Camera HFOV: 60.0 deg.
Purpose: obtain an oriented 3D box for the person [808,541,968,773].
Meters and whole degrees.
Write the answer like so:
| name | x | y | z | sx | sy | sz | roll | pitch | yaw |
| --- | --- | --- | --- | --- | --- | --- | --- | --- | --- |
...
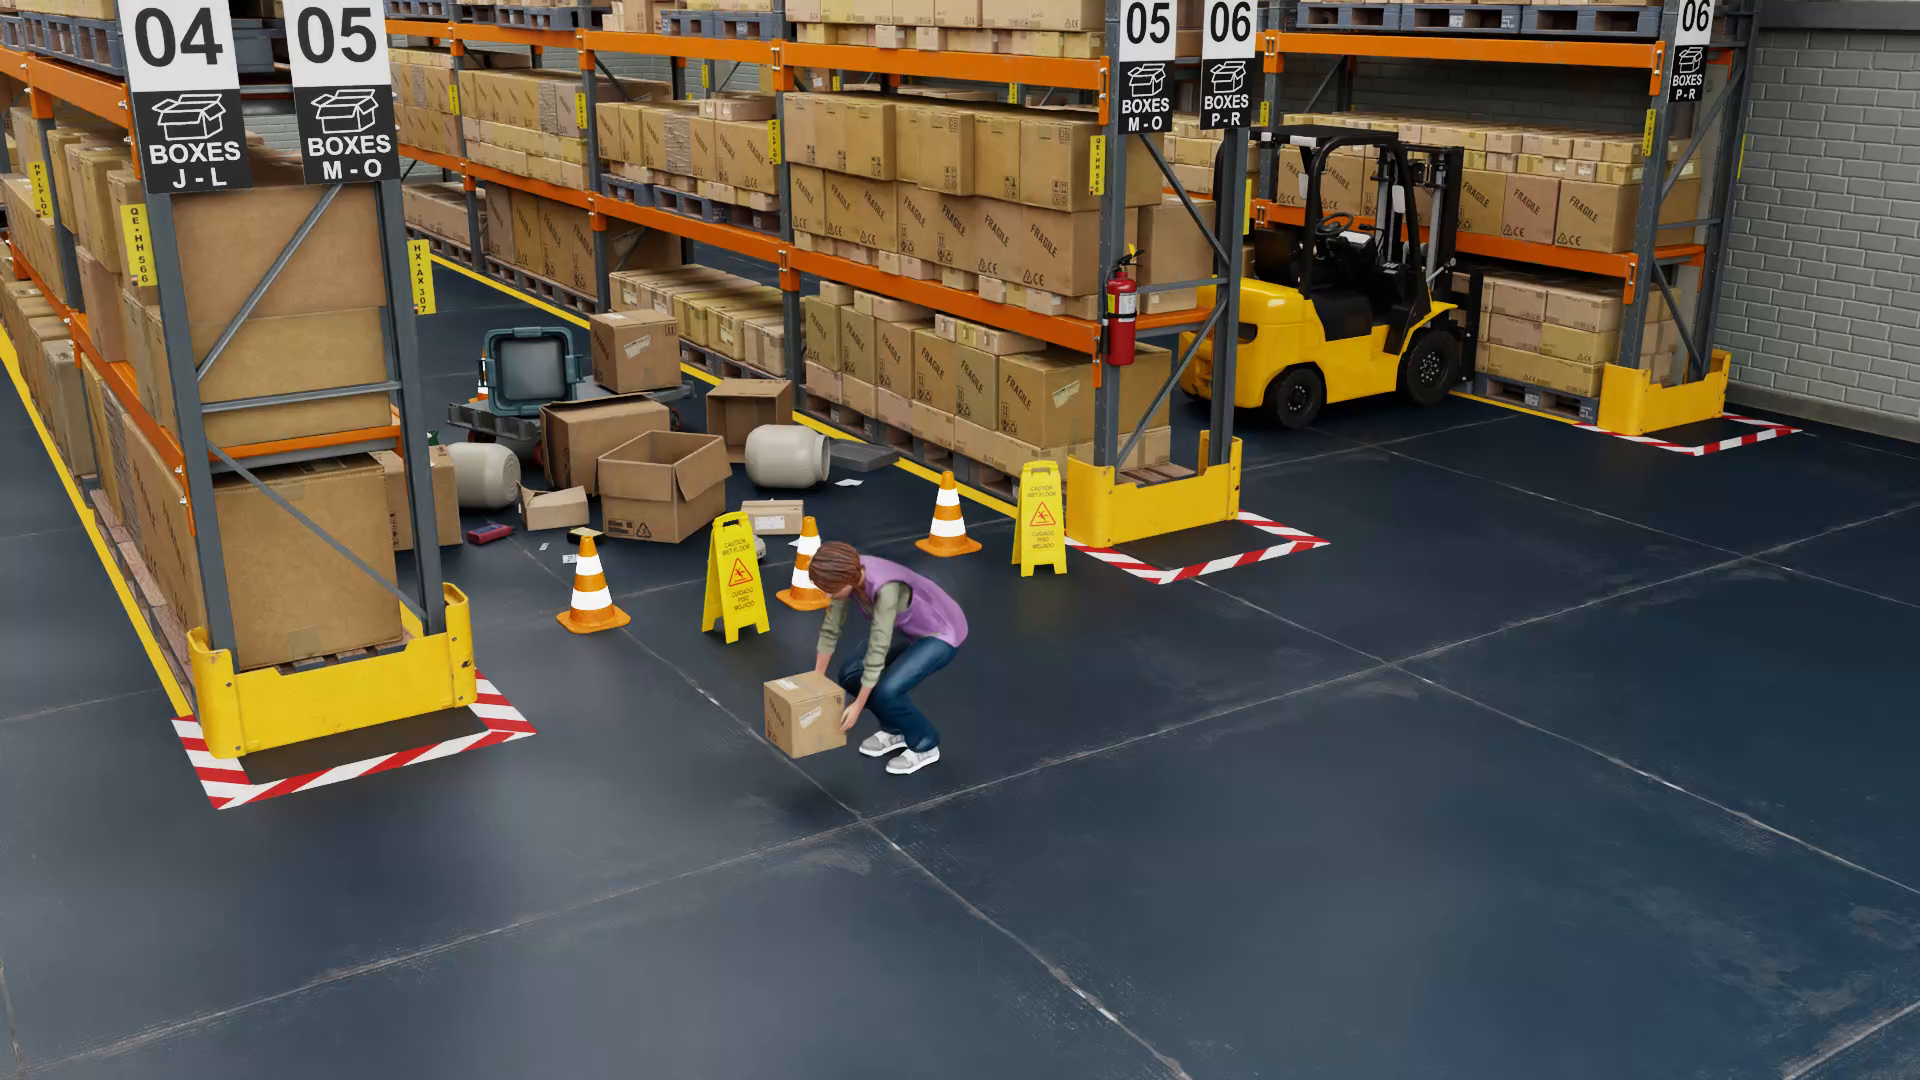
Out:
| name | x | y | z | sx | sy | sz | roll | pitch | yaw |
| --- | --- | --- | --- | --- | --- | --- | --- | --- | --- |
| person | -0.300 | 0.474 | 7.021 | 0.752 | 1.048 | 0.460 | -12 | 22 | -31 |
